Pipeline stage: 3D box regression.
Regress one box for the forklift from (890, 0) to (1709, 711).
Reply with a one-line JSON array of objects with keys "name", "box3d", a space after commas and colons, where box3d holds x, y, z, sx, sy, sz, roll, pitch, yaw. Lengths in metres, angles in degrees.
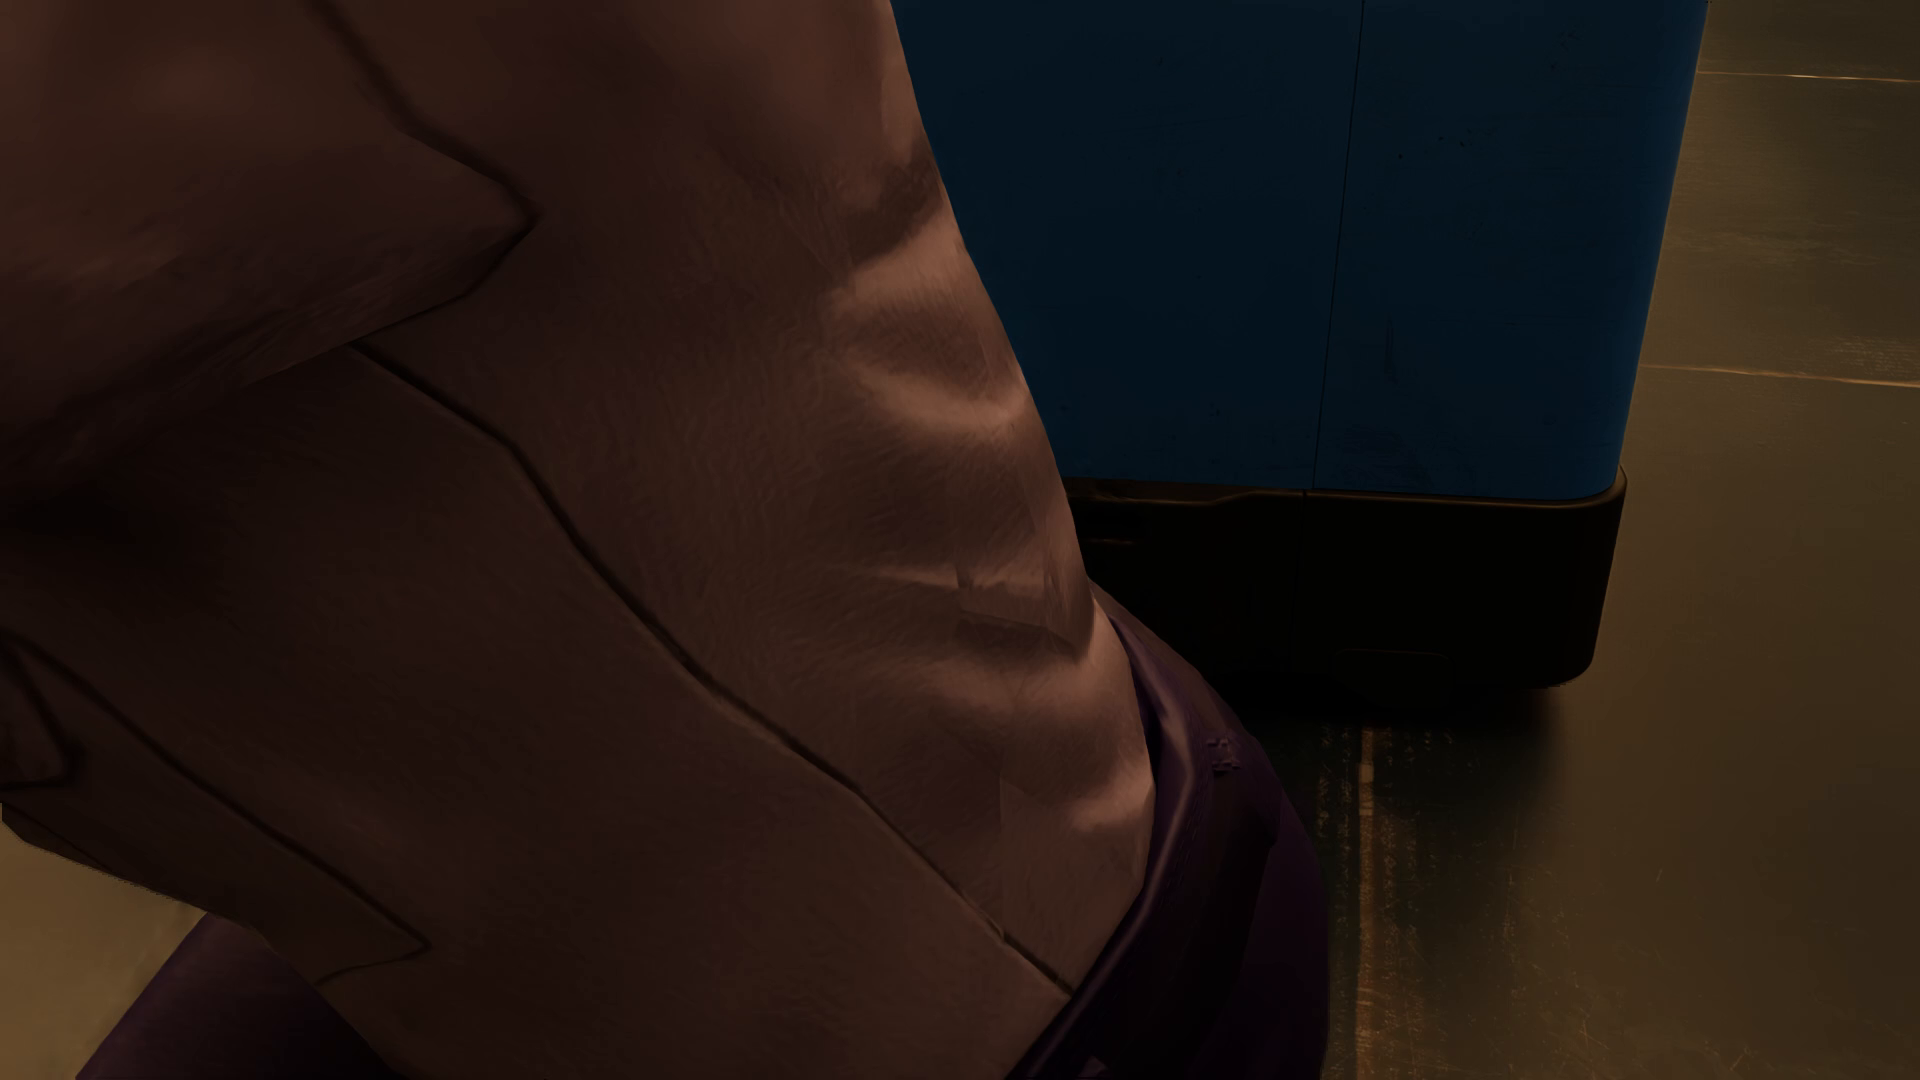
[{"name": "forklift", "box3d": [-0.667, -1.379, 1.979, 3.031, 2.935, 1.130, 3, 27, 6]}]
